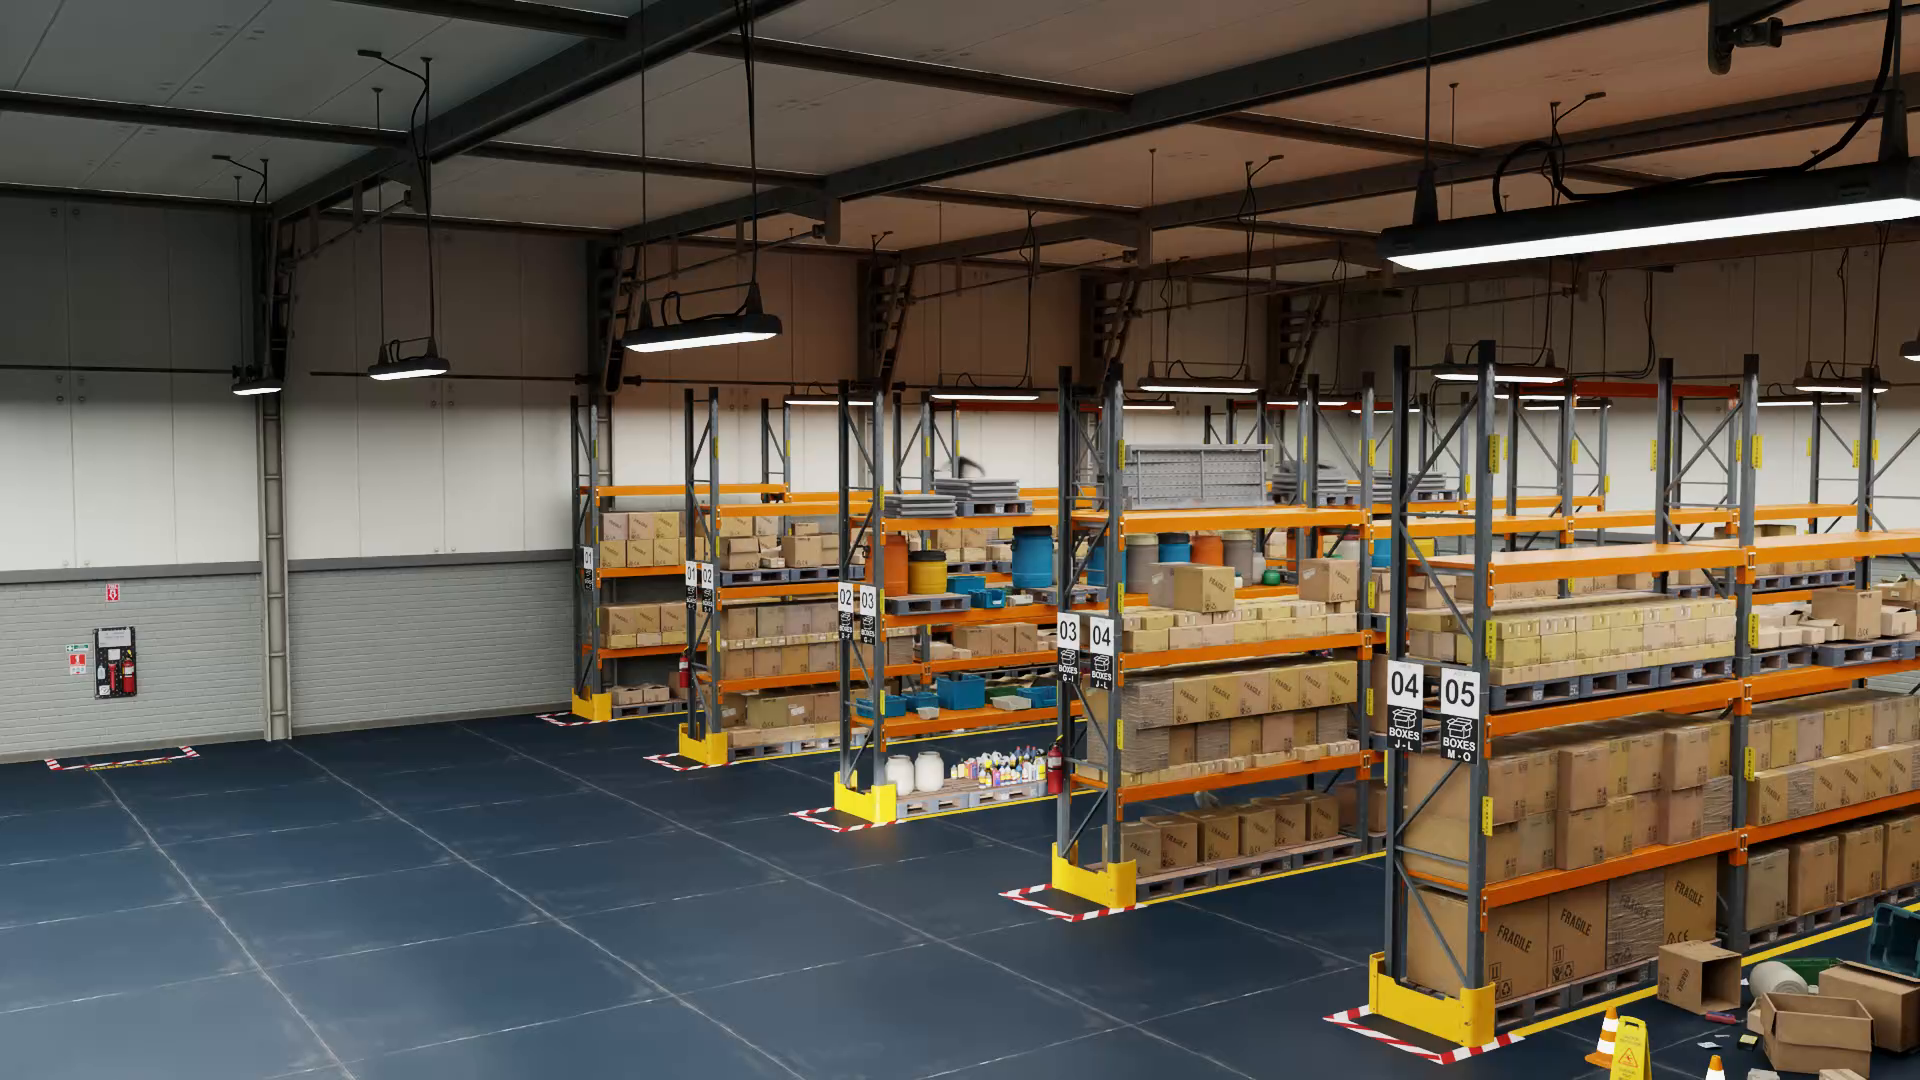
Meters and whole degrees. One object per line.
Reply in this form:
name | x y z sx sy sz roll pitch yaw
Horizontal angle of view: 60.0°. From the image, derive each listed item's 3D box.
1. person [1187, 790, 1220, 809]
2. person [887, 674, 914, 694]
person | 3.260 2.963 22.141 0.670 1.726 0.746 -1 4 -21
person | -1.139 2.460 31.149 0.976 1.630 0.668 -2 4 -28
